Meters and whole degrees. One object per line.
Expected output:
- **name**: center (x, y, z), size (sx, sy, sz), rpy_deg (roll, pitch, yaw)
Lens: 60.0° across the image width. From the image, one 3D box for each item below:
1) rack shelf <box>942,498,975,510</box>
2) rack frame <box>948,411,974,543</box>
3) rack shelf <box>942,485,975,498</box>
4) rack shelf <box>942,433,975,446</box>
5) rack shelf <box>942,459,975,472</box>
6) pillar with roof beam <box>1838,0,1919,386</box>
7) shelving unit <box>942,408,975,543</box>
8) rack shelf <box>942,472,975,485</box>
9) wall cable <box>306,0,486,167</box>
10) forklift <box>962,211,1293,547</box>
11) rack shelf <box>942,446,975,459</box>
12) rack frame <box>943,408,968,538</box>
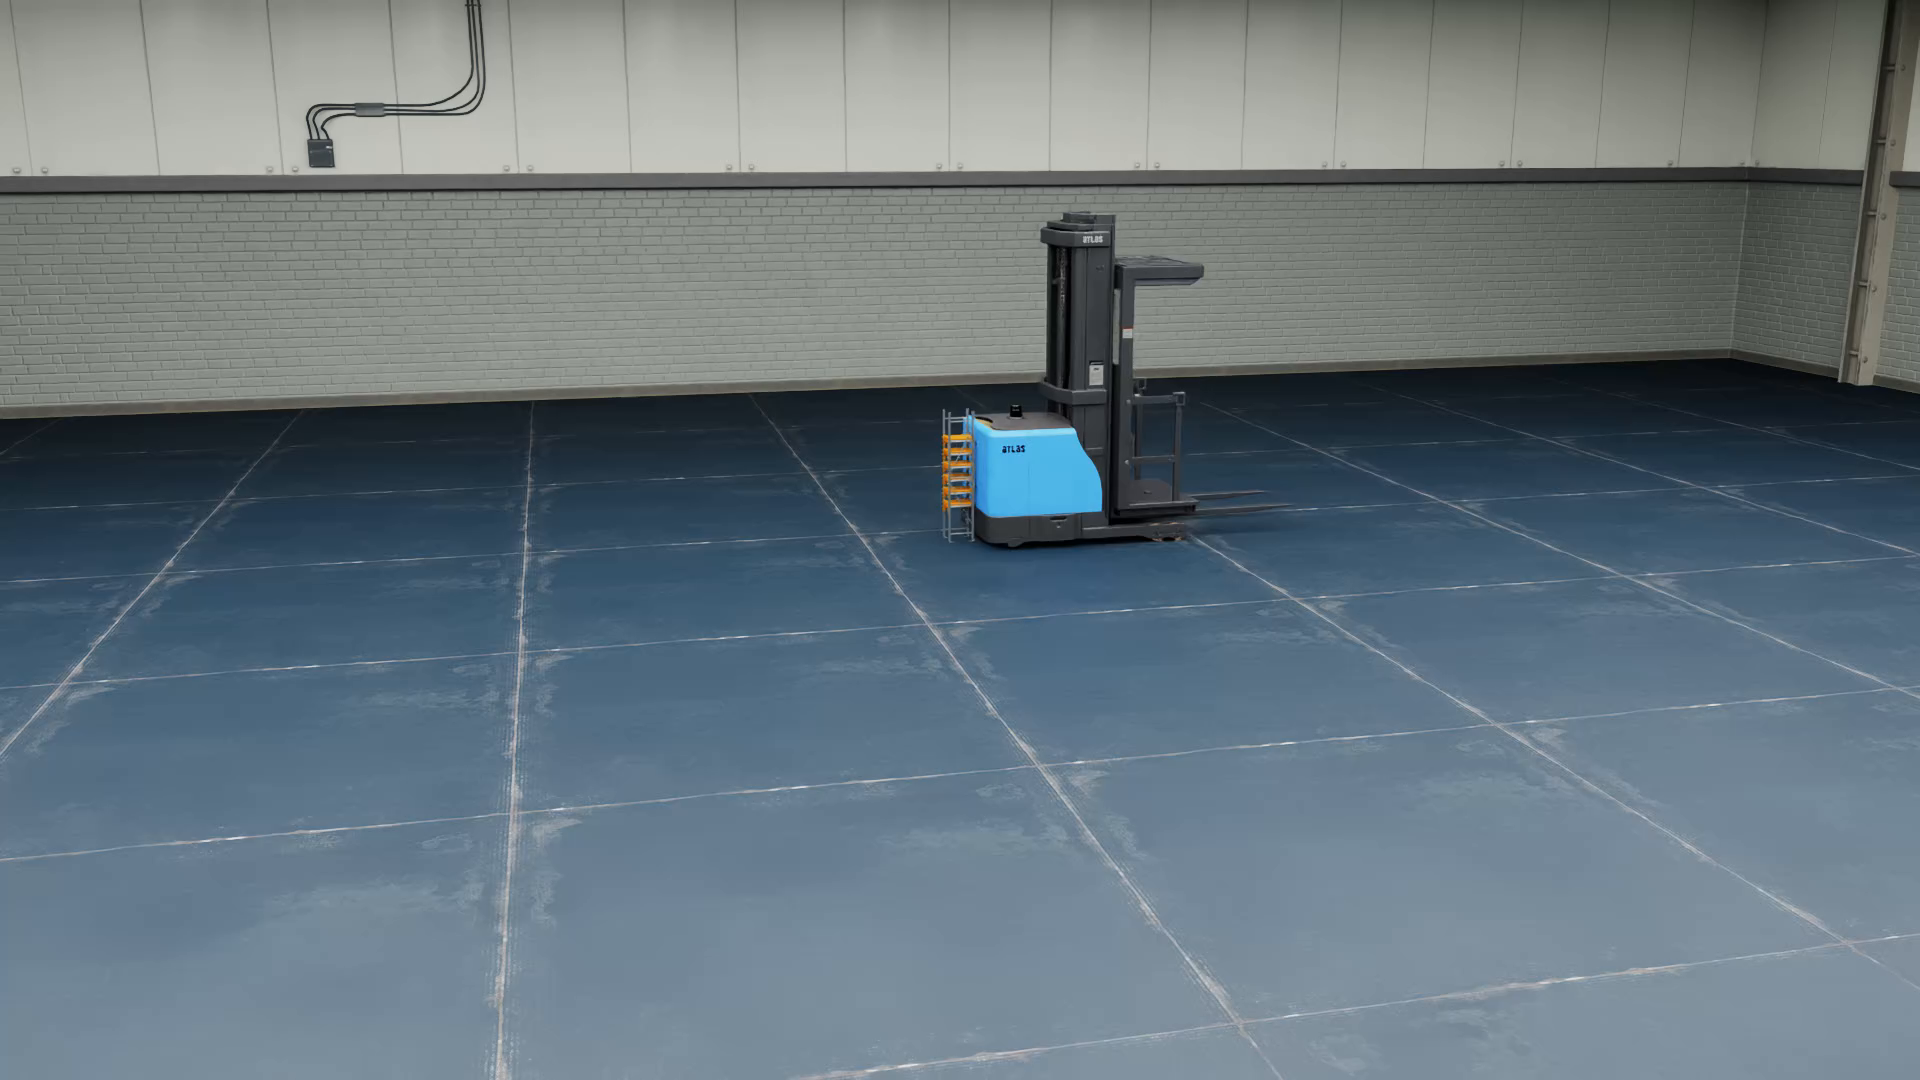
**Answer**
- **rack shelf**: center (-0.015, -0.309, 15.185), size (0.258, 0.103, 0.180), rpy_deg (-4, 14, -16)
- **rack frame**: center (0.011, -0.564, 15.032), size (0.240, 1.200, 0.006), rpy_deg (-4, 14, -16)
- **rack shelf**: center (-0.015, -0.425, 15.156), size (0.258, 0.103, 0.180), rpy_deg (-4, 14, -16)
- **rack shelf**: center (-0.015, -0.892, 15.042), size (0.258, 0.103, 0.180), rpy_deg (-4, 14, -16)
- **rack shelf**: center (-0.015, -0.659, 15.099), size (0.258, 0.103, 0.180), rpy_deg (-4, 14, -16)
- **pillar with roof beam**: center (9.187, -6.470, 22.772), size (9.100, 9.000, 0.400), rpy_deg (-3, 14, -13)
- **shelving unit**: center (-0.015, -0.585, 15.117), size (0.258, 1.200, 0.189), rpy_deg (-4, 14, -16)
- **rack shelf**: center (-0.015, -0.542, 15.128), size (0.258, 0.103, 0.180), rpy_deg (-4, 14, -16)
- **wall cable**: center (-7.423, -7.885, 21.398), size (2.305, 6.003, 0.169), rpy_deg (-3, 14, -13)
- **forklift**: center (1.589, -1.527, 15.323), size (3.031, 2.935, 1.130), rpy_deg (-4, 14, -14)
- **rack shelf**: center (-0.015, -0.775, 15.071), size (0.258, 0.103, 0.180), rpy_deg (-4, 14, -16)
- **rack frame**: center (-0.040, -0.606, 15.203), size (0.240, 1.200, 0.006), rpy_deg (-4, 14, -16)
